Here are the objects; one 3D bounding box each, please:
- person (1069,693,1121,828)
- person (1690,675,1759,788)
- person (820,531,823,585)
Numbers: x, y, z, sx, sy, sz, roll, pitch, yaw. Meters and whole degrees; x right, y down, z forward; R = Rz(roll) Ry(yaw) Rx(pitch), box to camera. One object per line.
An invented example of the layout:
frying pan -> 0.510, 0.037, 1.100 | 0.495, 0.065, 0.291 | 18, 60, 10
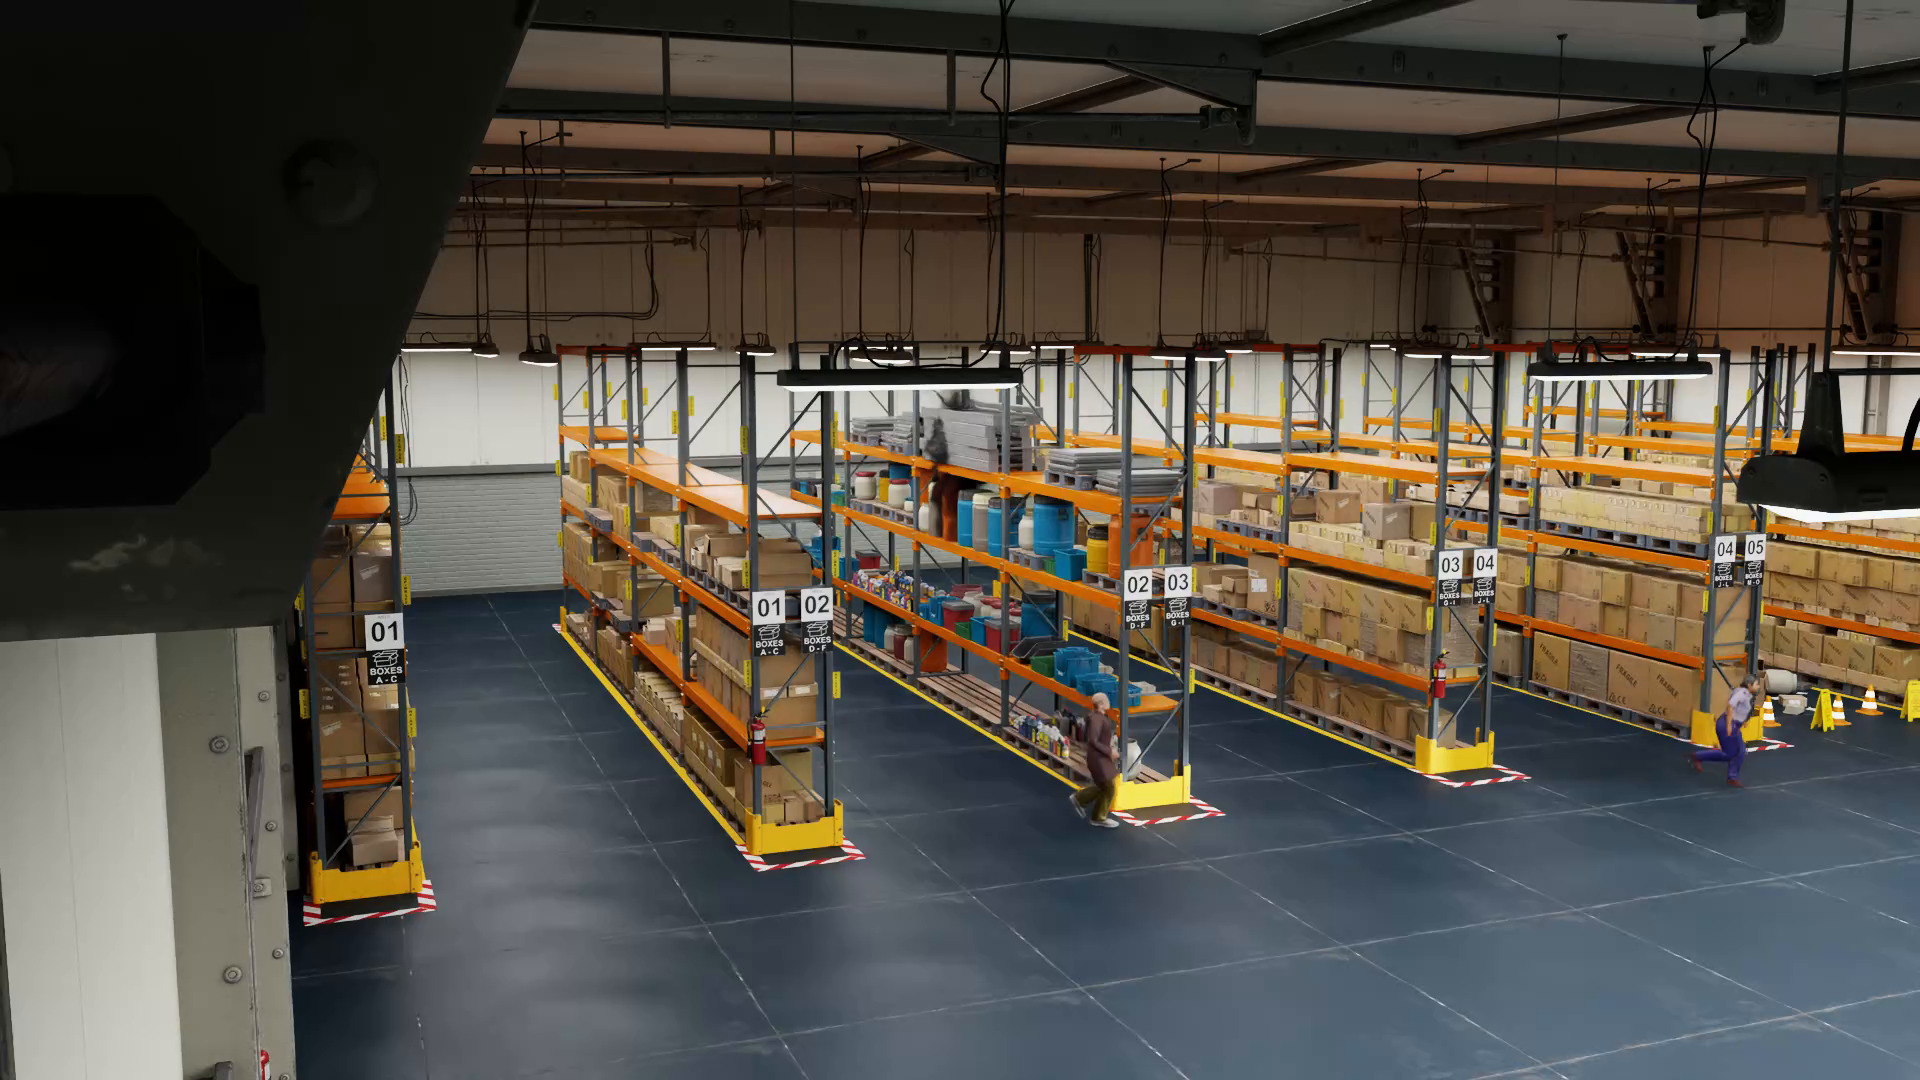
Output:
person -> 1.710, 2.797, 21.121 | 0.647, 1.749, 0.723 | 0, 7, 3
person -> 10.634, 2.647, 23.153 | 0.824, 1.602, 0.606 | 3, 8, 20
person -> -3.015, 0.590, 38.230 | 0.649, 1.747, 0.641 | -4, 8, -26
